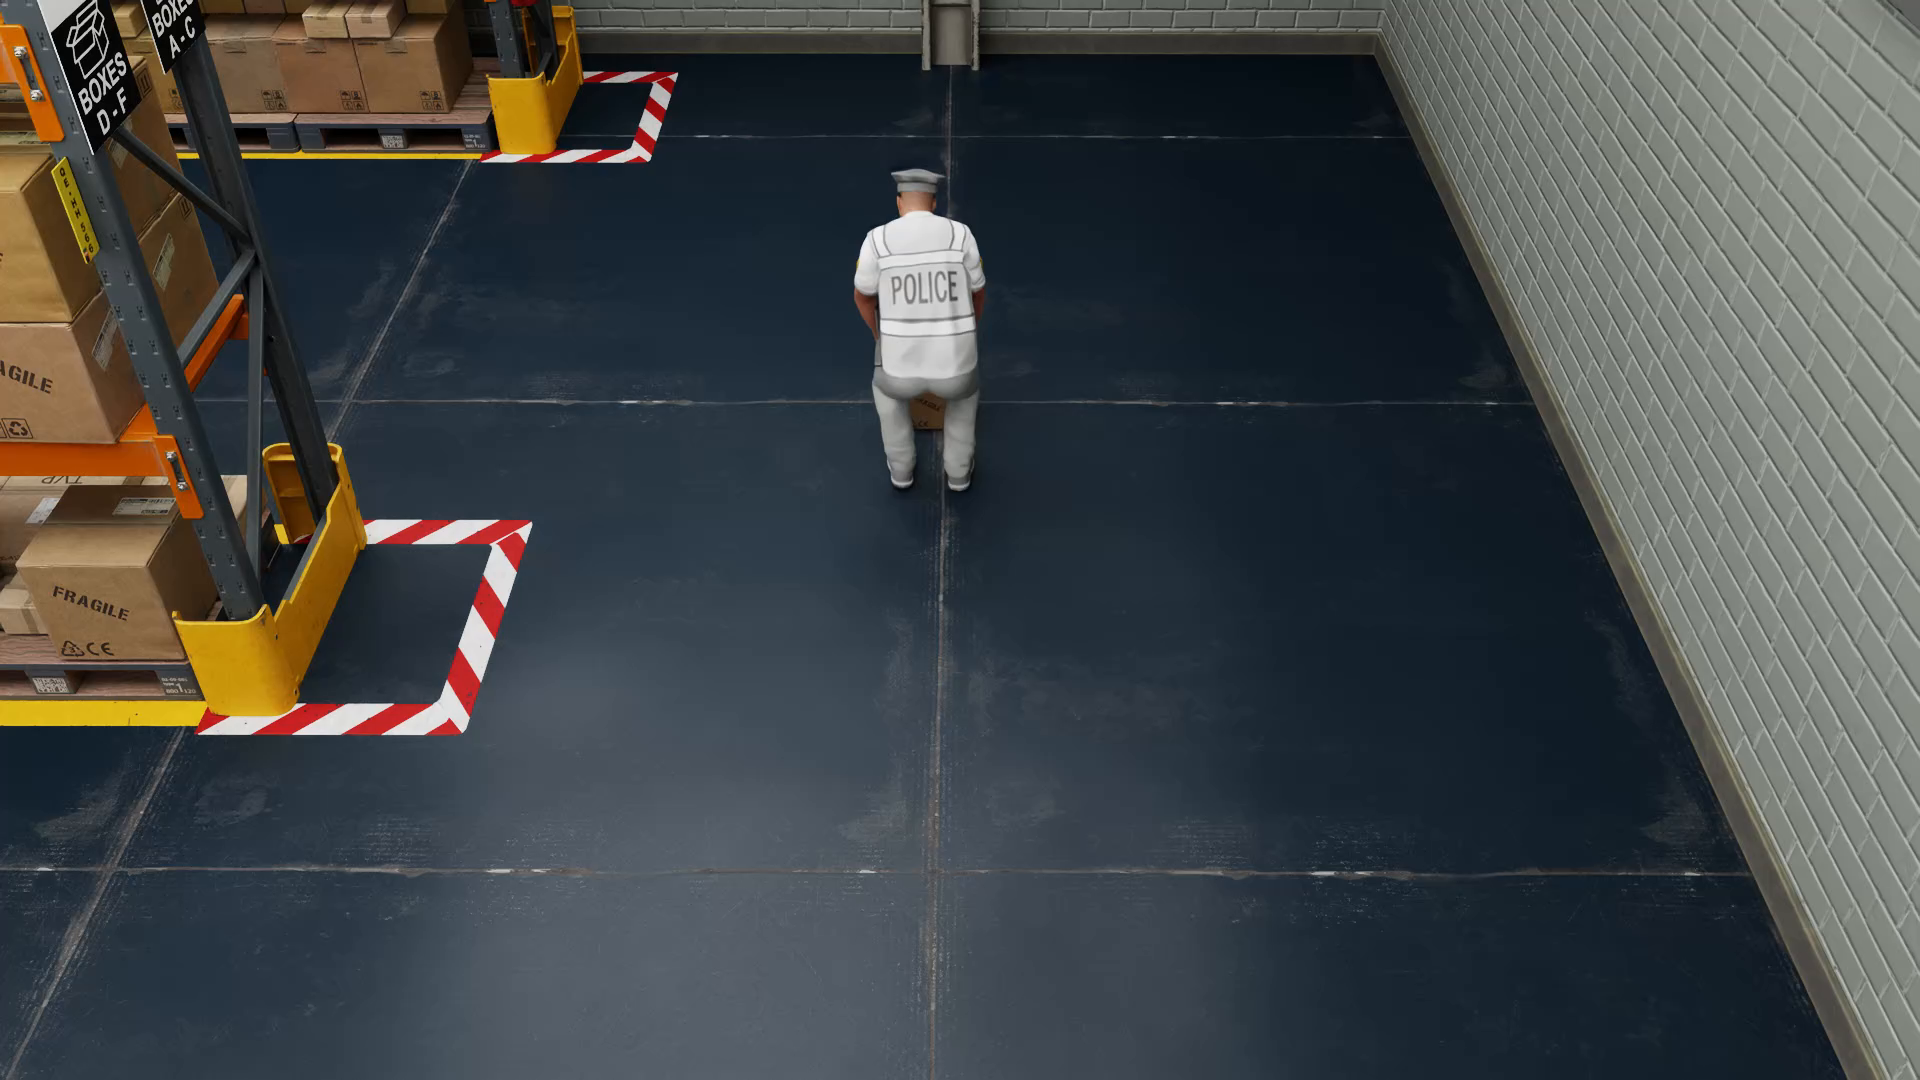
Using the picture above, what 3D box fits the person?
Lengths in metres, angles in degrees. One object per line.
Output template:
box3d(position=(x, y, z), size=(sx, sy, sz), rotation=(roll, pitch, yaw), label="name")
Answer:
box3d(position=(-0.181, -0.909, 7.512), size=(0.590, 1.439, 0.792), rotation=(0, 39, 0), label="person")
